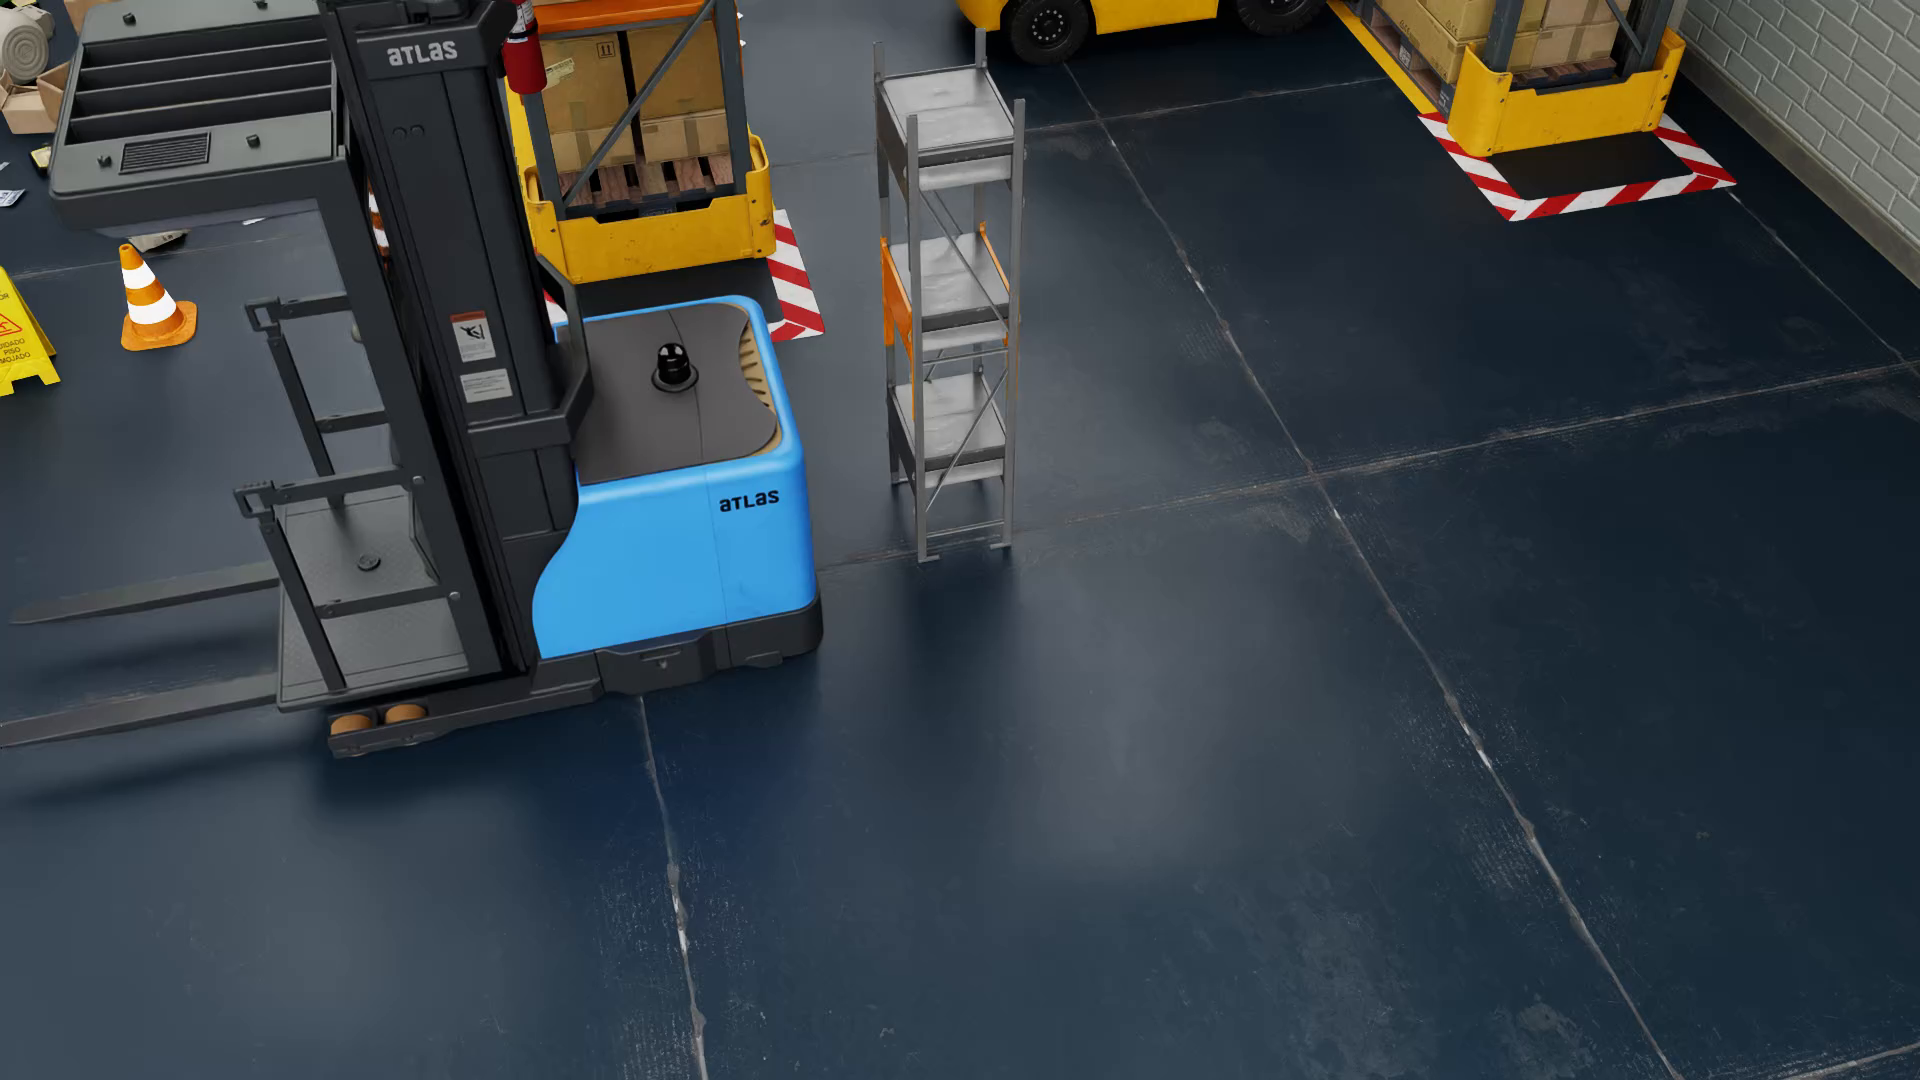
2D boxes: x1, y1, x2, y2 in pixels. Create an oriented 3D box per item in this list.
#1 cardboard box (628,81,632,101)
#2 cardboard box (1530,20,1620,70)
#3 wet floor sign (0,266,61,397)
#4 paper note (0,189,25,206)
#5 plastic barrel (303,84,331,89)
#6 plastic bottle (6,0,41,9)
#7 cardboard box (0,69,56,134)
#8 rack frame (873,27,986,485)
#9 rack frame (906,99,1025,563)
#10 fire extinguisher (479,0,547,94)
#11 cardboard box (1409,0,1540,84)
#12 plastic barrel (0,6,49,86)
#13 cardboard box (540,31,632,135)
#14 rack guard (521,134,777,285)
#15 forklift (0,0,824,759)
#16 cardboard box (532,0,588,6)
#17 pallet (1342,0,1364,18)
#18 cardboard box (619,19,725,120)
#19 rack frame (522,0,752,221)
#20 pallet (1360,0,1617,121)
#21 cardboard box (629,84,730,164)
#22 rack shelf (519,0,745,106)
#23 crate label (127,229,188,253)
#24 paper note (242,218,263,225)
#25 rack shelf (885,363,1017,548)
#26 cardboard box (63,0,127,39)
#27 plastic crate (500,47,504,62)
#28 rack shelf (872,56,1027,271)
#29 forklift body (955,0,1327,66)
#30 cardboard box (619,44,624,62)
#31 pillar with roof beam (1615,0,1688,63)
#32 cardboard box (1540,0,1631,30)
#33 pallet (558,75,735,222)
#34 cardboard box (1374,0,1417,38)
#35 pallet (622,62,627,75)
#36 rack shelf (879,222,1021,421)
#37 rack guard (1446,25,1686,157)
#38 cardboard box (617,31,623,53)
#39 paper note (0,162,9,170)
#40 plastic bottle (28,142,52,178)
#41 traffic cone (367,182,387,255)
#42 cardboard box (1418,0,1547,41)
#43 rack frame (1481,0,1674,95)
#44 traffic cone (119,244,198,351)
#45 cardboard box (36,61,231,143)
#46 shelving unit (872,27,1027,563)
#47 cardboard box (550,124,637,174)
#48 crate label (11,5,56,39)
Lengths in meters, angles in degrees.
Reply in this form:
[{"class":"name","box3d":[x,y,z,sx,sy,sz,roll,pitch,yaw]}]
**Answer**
[{"class":"cardboard box","box3d":[-1.570,-2.599,9.079,0.500,0.250,0.500,-9,46,-9]},{"class":"cardboard box","box3d":[3.353,-2.923,9.396,0.500,0.250,0.500,-11,47,-10]},{"class":"wet floor sign","box3d":[-4.345,-0.997,7.526,0.267,0.644,0.232,-18,48,-17]},{"class":"paper note","box3d":[-5.016,-1.803,8.748,0.144,0.017,0.142,4,46,4]},{"class":"plastic barrel","box3d":[-3.500,-2.701,9.351,0.512,0.421,0.421,19,48,17]},{"class":"plastic bottle","box3d":[-5.761,-3.297,10.189,0.133,0.061,0.283,-35,55,-30]},{"class":"cardboard box","box3d":[-5.070,-2.433,9.200,0.396,0.266,0.258,-3,46,-3]},{"class":"rack frame","box3d":[-0.105,-1.018,6.528,0.400,2.100,0.015,-11,47,-10]},{"class":"rack frame","box3d":[0.020,-0.681,6.198,0.400,2.100,0.015,-11,47,-10]},{"class":"fire extinguisher","box3d":[-1.924,-2.263,7.173,0.296,0.674,0.183,-11,47,-10]},{"class":"cardboard box","box3d":[2.864,-2.815,9.290,0.500,0.250,0.500,-10,46,-10]},{"class":"plastic barrel","box3d":[-5.518,-2.836,9.483,0.512,0.421,0.421,19,48,17]},{"class":"cardboard box","box3d":[-1.965,-2.406,8.365,0.500,0.500,0.500,-10,46,-10]},{"class":"rack guard","box3d":[-1.527,-1.631,8.249,1.175,0.500,0.348,-11,47,-10]},{"class":"forklift","box3d":[-2.111,-0.638,5.574,3.031,2.935,1.130,-11,47,-10]},{"class":"cardboard box","box3d":[-1.810,-2.585,7.609,0.380,0.149,0.250,-9,46,-9]},{"class":"pallet","box3d":[2.745,-3.749,10.527,1.003,0.211,1.213,-11,47,-10]},{"class":"cardboard box","box3d":[-1.453,-2.524,8.481,0.500,0.500,0.500,-12,47,-12]},{"class":"rack frame","box3d":[-1.508,-2.454,7.305,1.000,3.000,0.127,-11,47,-10]},{"class":"pallet","box3d":[3.053,-2.908,9.703,1.003,0.211,1.213,-11,47,-10]},{"class":"cardboard box","box3d":[-1.447,-2.246,8.732,0.500,0.250,0.500,-11,47,-11]},{"class":"rack shelf","box3d":[-2.020,-3.583,8.915,1.077,0.370,4.000,-11,47,-10]},{"class":"crate label","box3d":[-4.112,-1.606,8.479,0.250,0.136,0.298,-35,55,-30]},{"class":"paper note","box3d":[-3.674,-1.703,8.648,0.148,0.019,0.142,-26,51,-24]},{"class":"rack shelf","box3d":[-0.042,-0.350,6.873,0.431,0.518,0.480,-11,47,-10]},{"class":"cardboard box","box3d":[-4.652,-3.021,9.514,0.797,0.637,0.503,-11,47,-10]},{"class":"plastic crate","box3d":[-2.922,-2.959,9.845,0.402,0.080,0.583,-26,51,-24]},{"class":"rack shelf","box3d":[-0.042,-1.330,5.873,0.431,0.518,0.480,-11,47,-10]},{"class":"forklift body","box3d":[1.041,-4.042,9.456,2.313,2.155,1.214,-11,47,-10]},{"class":"cardboard box","box3d":[-1.722,-2.974,9.446,0.500,0.250,0.500,-8,46,-8]},{"class":"pillar with roof beam","box3d":[-0.179,-5.322,5.916,9.100,9.000,0.400,-11,47,-10]},{"class":"cardboard box","box3d":[3.370,-3.086,9.206,0.500,0.250,0.500,-10,46,-10]},{"class":"pallet","box3d":[-1.701,-2.097,8.908,1.003,0.211,1.213,-11,47,-10]},{"class":"cardboard box","box3d":[2.746,-3.160,9.628,0.500,0.250,0.500,-11,47,-10]},{"class":"pallet","box3d":[-2.010,-2.938,9.732,1.003,0.211,1.213,-11,47,-10]},{"class":"rack shelf","box3d":[-0.042,-0.840,6.373,0.431,0.518,0.480,-11,47,-10]},{"class":"rack guard","box3d":[3.296,-2.472,9.073,1.175,0.500,0.348,-11,47,-10]},{"class":"cardboard box","box3d":[-1.591,-2.885,8.834,0.500,0.500,0.500,-12,47,-12]},{"class":"paper note","box3d":[-5.172,-2.000,8.953,0.032,0.001,0.123,11,47,11]},{"class":"plastic bottle","box3d":[-4.937,-2.057,8.974,0.133,0.061,0.283,-26,51,-24]},{"class":"traffic cone","box3d":[-2.865,-1.627,8.271,0.336,0.463,0.334,-11,47,-10]},{"class":"cardboard box","box3d":[2.863,-3.002,9.124,0.500,0.250,0.500,-11,47,-11]},{"class":"rack frame","box3d":[3.290,-3.364,8.197,1.000,3.000,0.127,-11,47,-10]},{"class":"traffic cone","box3d":[-3.851,-1.189,7.842,0.336,0.463,0.334,-11,47,-10]},{"class":"cardboard box","box3d":[-4.405,-2.330,8.931,0.637,0.503,0.797,27,51,24]},{"class":"shelving unit","box3d":[-0.042,-0.849,6.363,0.431,2.100,0.503,-11,47,-10]},{"class":"cardboard box","box3d":[-1.981,-2.164,8.652,0.500,0.250,0.500,-11,47,-11]},{"class":"crate label","box3d":[-5.571,-3.070,9.913,0.250,0.136,0.298,27,51,24]}]
